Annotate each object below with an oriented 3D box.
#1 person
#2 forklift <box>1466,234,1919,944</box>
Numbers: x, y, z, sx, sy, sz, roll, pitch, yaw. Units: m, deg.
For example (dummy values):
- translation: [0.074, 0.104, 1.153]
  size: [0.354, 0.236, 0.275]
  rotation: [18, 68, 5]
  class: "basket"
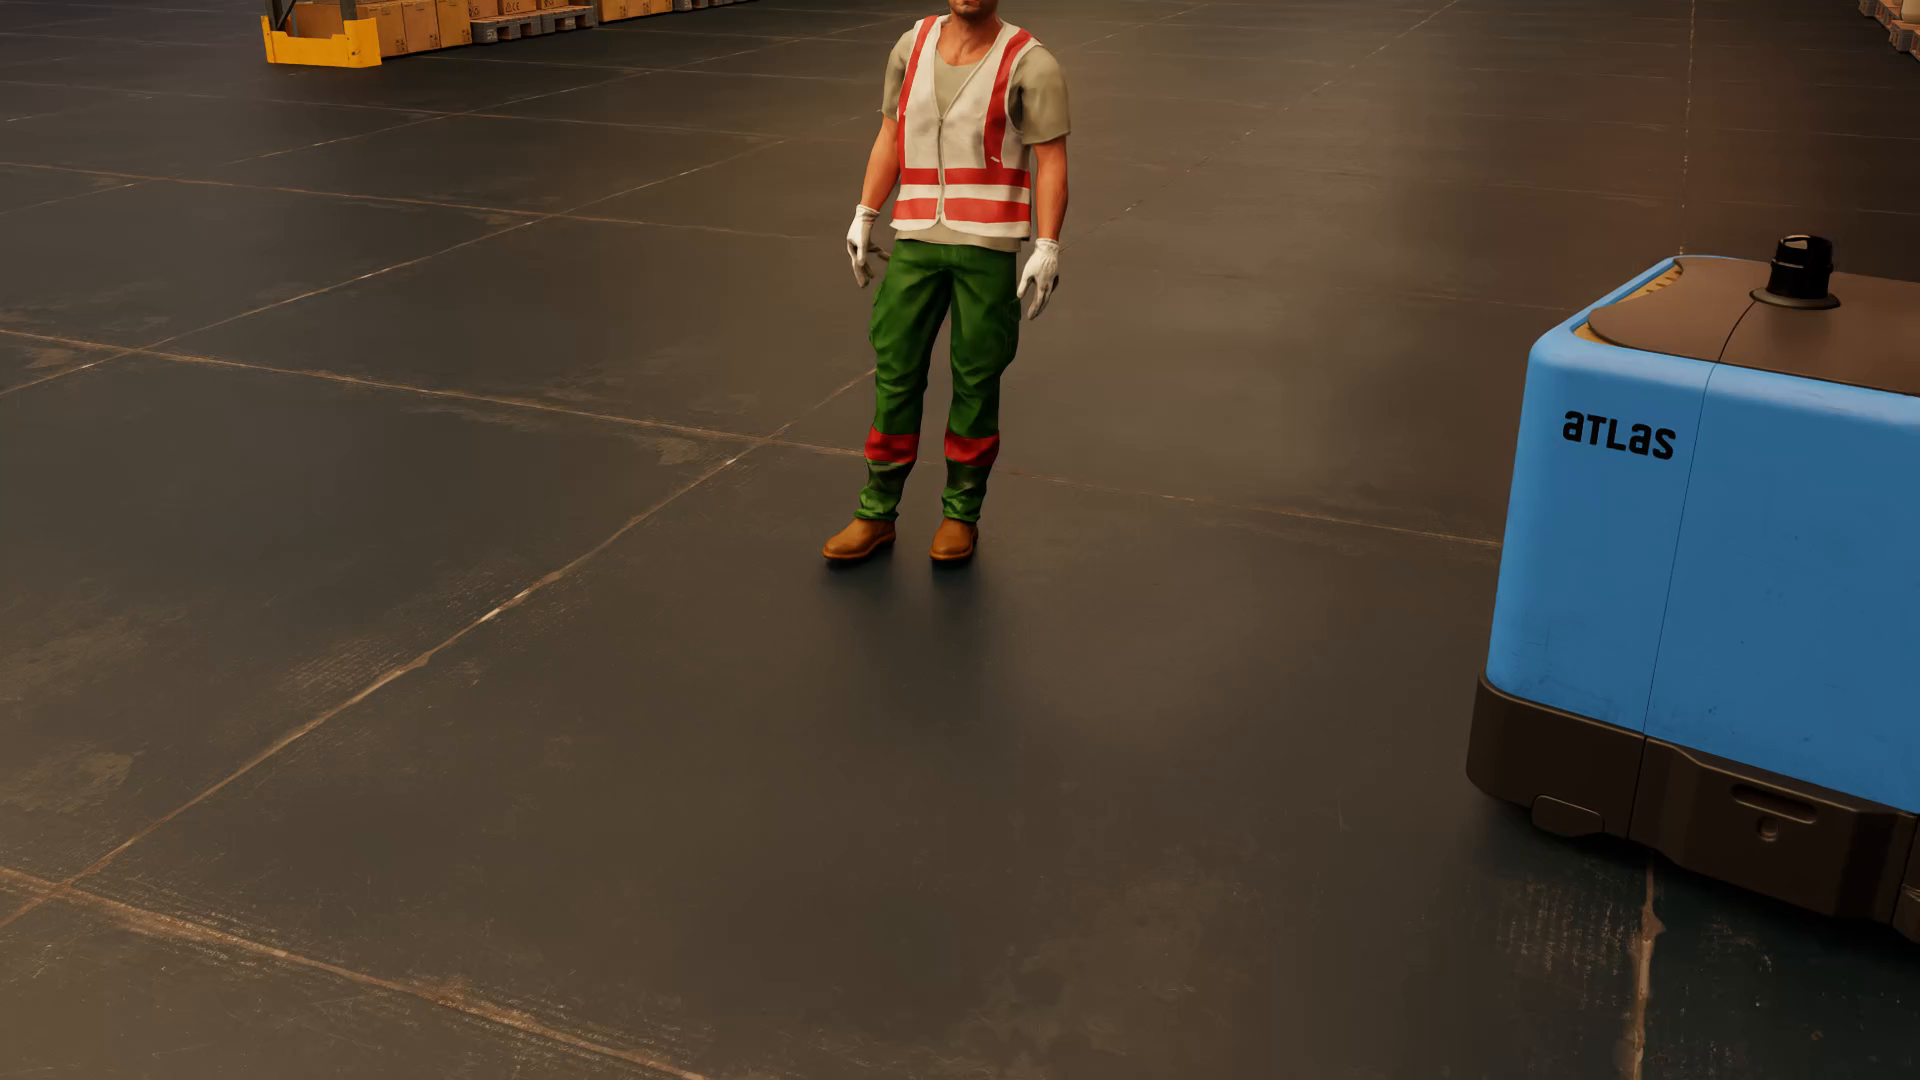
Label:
- translation: [-0.041, -0.804, 4.680]
  size: [0.638, 1.789, 0.562]
  rotation: [9, 24, 21]
  class: "person"
- translation: [2.596, -0.562, 2.638]
  size: [3.031, 2.935, 1.130]
  rotation: [16, 28, 34]
  class: "forklift"
